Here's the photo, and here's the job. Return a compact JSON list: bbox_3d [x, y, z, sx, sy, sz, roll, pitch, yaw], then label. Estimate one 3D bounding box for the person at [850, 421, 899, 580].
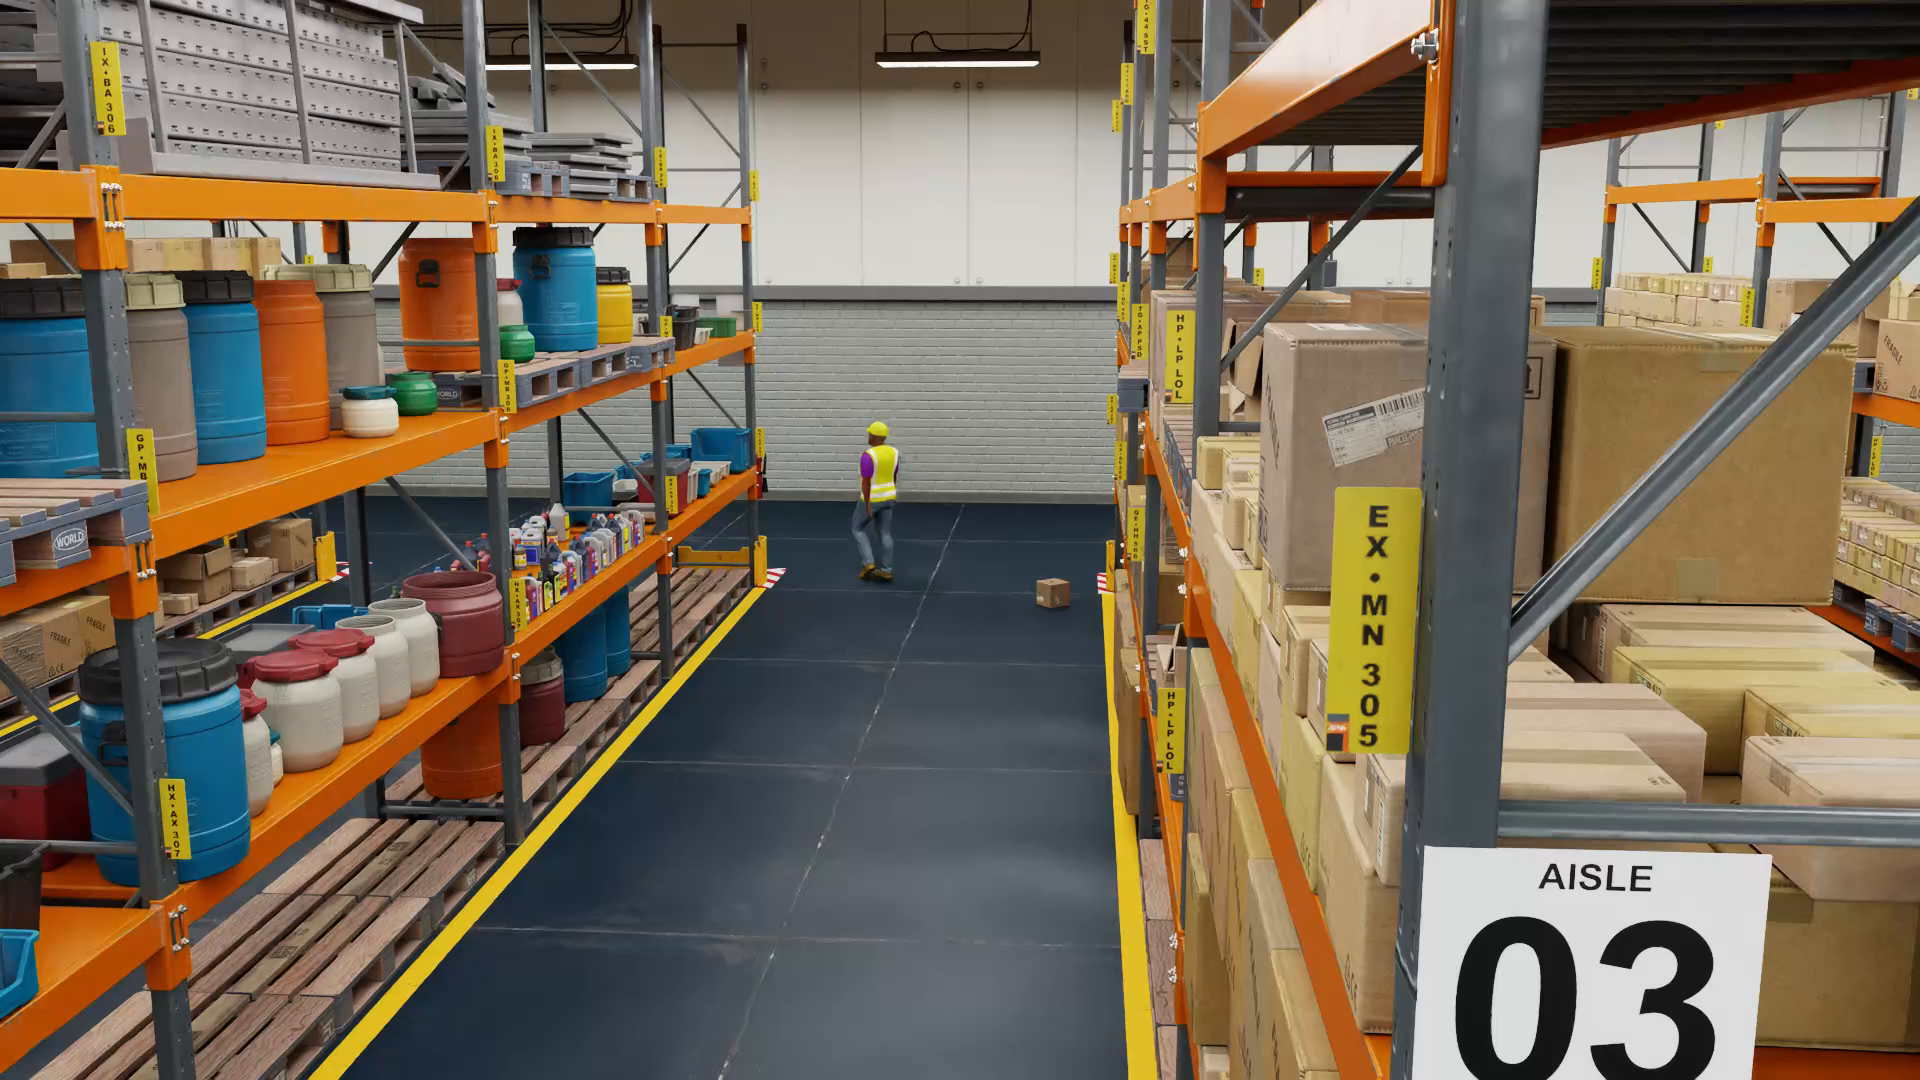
[{"bbox_3d":[-0.937,-0.429,18.636,0.563,1.809,0.504,-9,14,-40],"label":"person"}]
